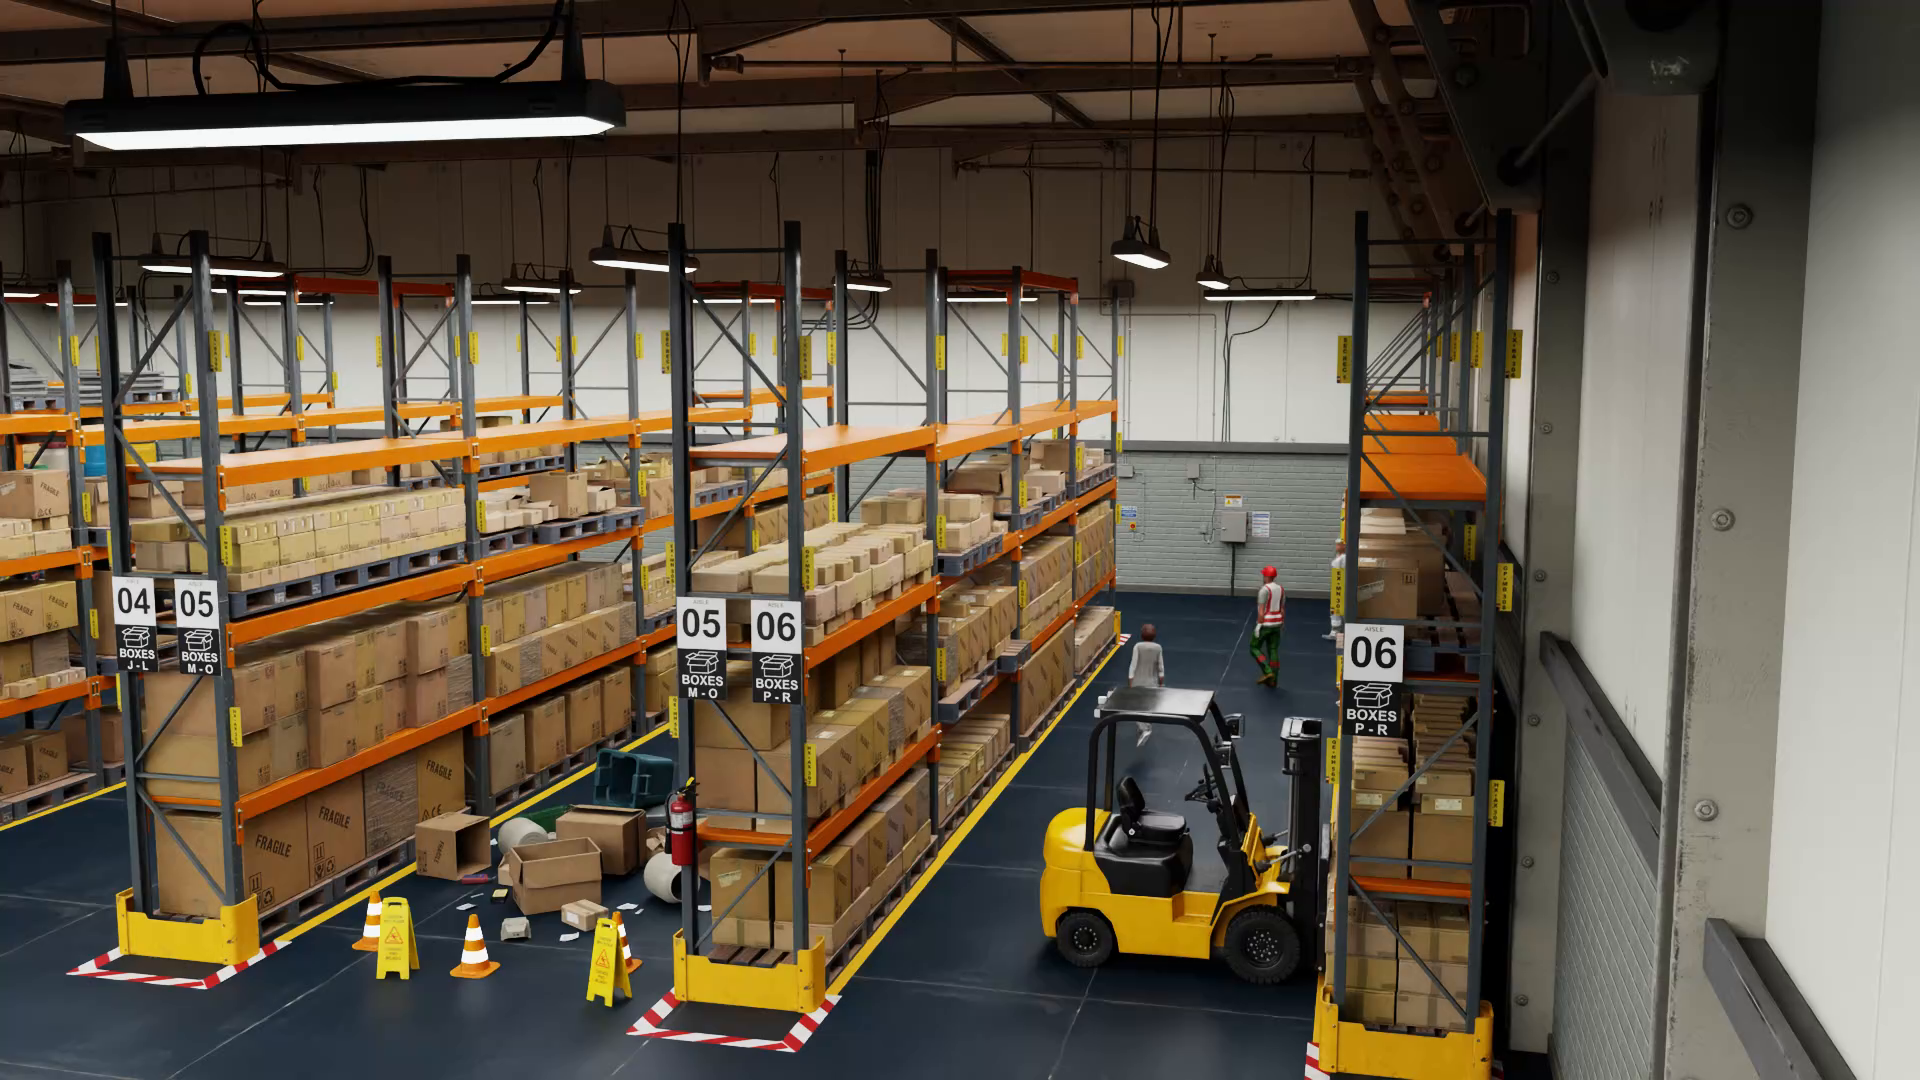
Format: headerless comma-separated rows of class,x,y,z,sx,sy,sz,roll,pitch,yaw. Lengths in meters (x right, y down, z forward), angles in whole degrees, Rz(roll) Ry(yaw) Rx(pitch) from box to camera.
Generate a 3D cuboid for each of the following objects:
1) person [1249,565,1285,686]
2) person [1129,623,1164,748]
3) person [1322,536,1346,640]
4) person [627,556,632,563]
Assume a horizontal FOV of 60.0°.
person,4.606,1.273,24.689,0.594,1.790,0.451,-5,9,-35
person,2.277,1.769,20.401,0.469,1.509,0.634,-1,7,-9
person,6.541,0.819,28.330,0.685,1.780,0.545,2,7,14
person,-5.287,1.026,27.497,0.546,1.602,0.737,3,8,23
